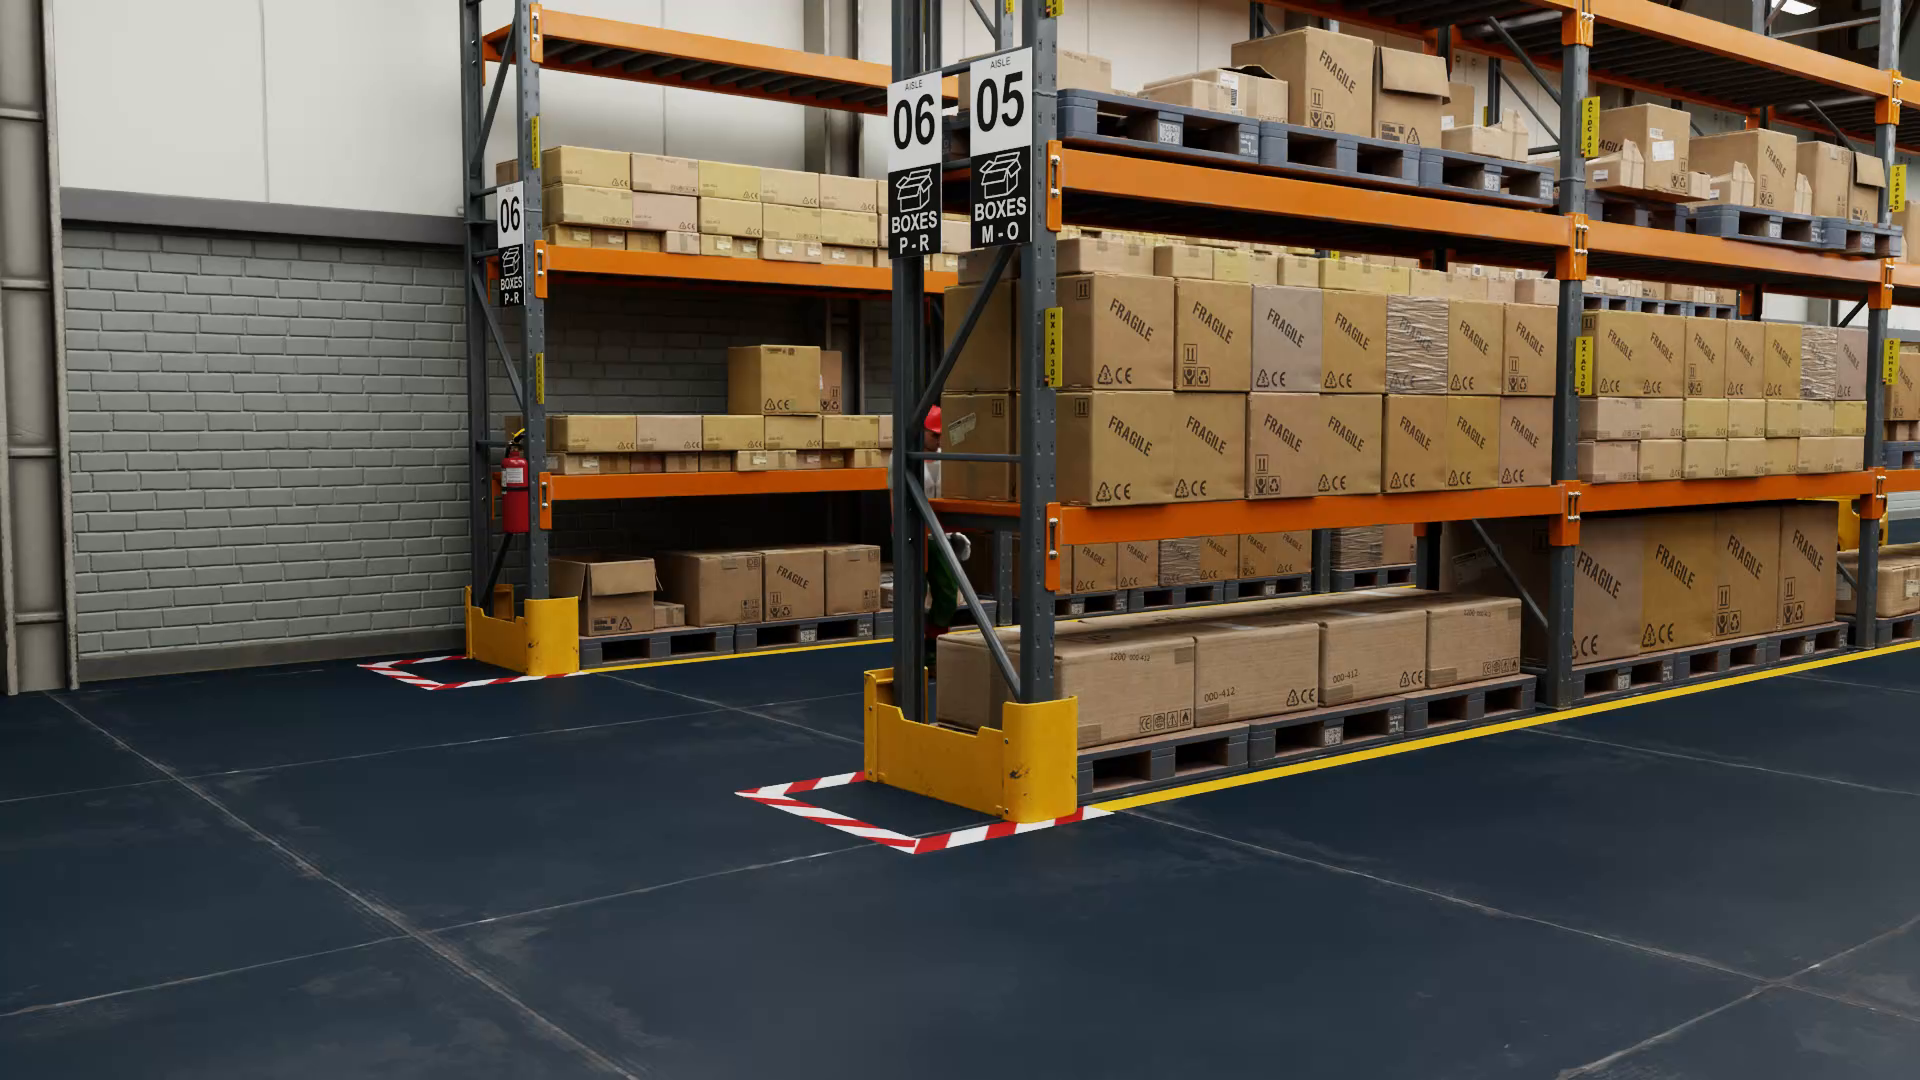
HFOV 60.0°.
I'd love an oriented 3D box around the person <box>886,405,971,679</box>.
[{"bbox_3d":[-0.205,0.019,10.681,0.535,1.763,0.400,-3,5,-38],"label":"person"}]
